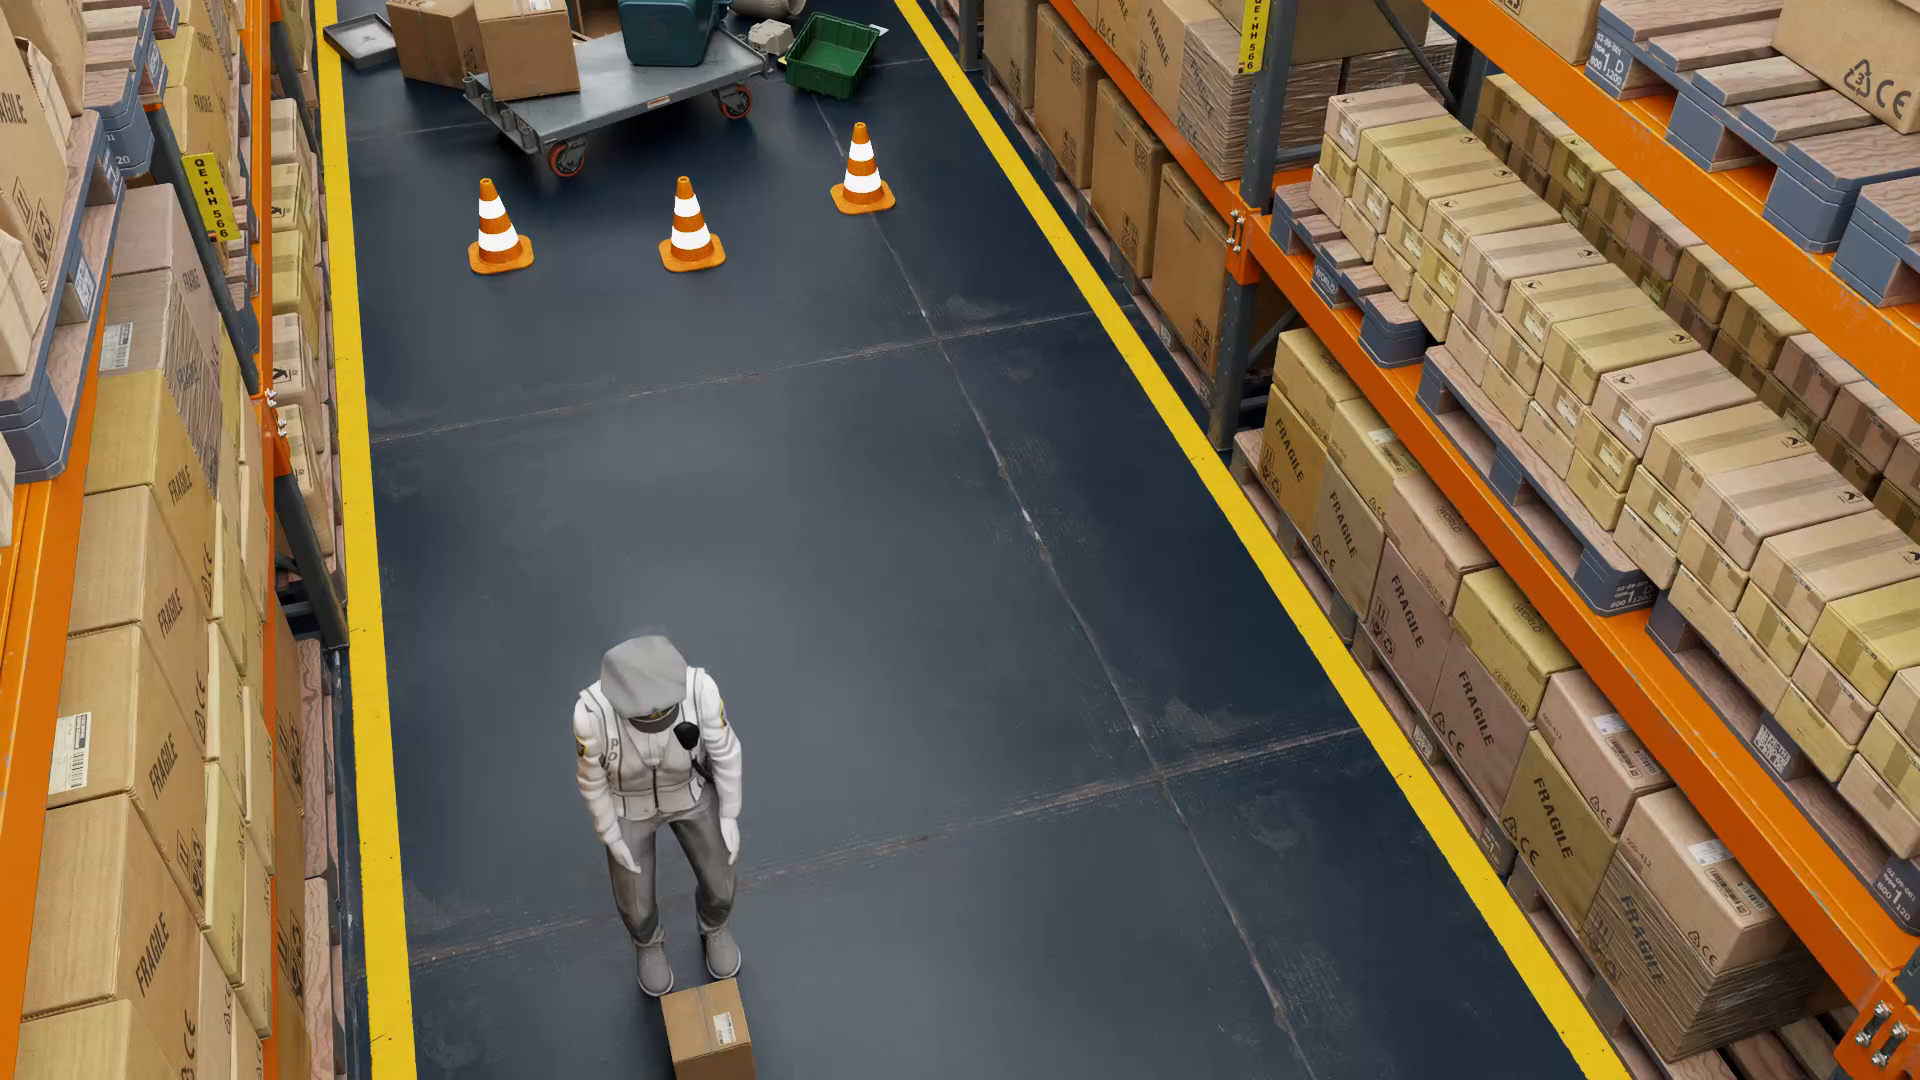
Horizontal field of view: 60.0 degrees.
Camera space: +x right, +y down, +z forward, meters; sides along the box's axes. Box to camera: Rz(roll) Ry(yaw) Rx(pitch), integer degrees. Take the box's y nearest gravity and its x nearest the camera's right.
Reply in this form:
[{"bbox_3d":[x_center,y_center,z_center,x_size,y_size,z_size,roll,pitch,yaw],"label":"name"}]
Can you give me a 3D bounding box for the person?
[{"bbox_3d":[-0.924,0.864,5.274,0.508,1.597,0.485,-11,44,-12],"label":"person"}]
